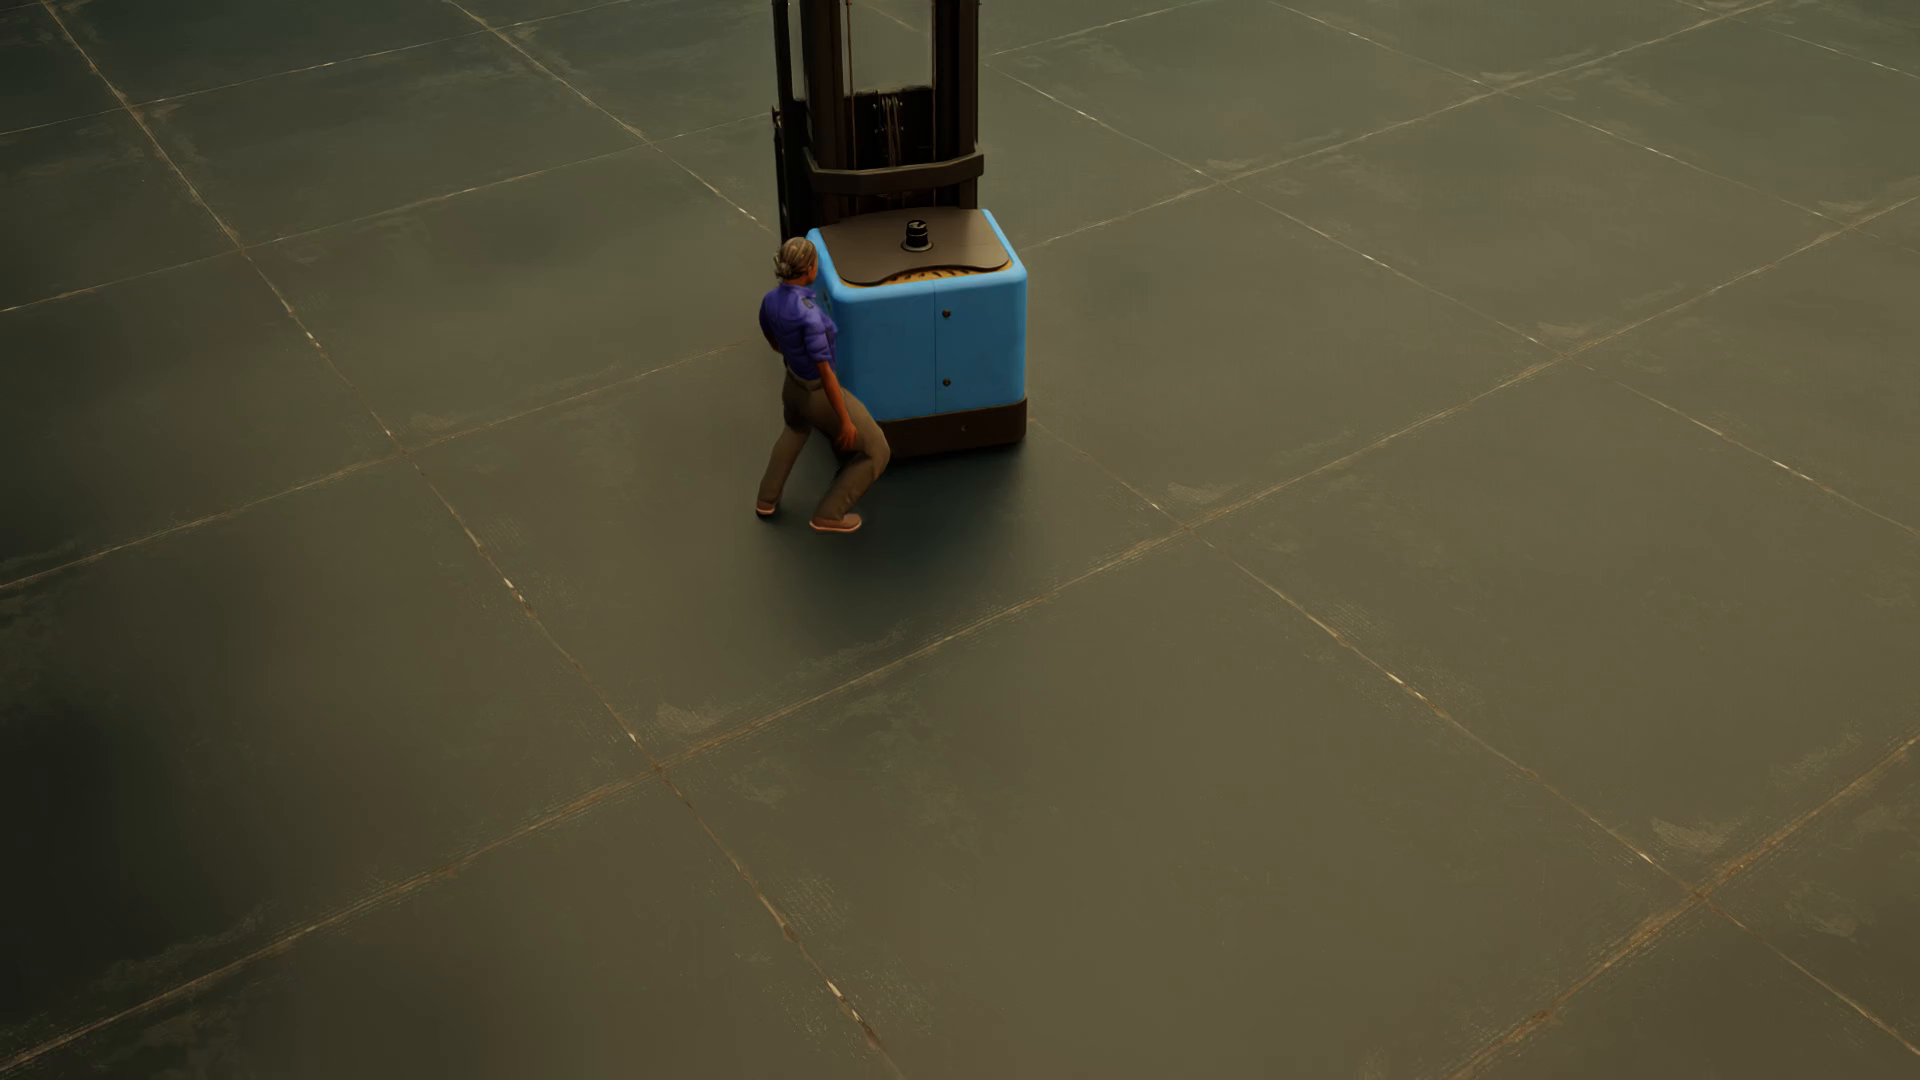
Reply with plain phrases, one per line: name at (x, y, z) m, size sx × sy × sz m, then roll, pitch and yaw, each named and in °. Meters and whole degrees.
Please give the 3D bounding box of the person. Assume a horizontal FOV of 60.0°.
person at (-0.712, -0.733, 8.111) m, size 0.540 × 1.566 × 0.835 m, roll -21°, pitch 41°, yaw -26°

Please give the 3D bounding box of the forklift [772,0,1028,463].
forklift at (-0.501, -2.459, 9.270) m, size 1.130 × 2.935 × 3.031 m, roll -9°, pitch 37°, yaw -12°
